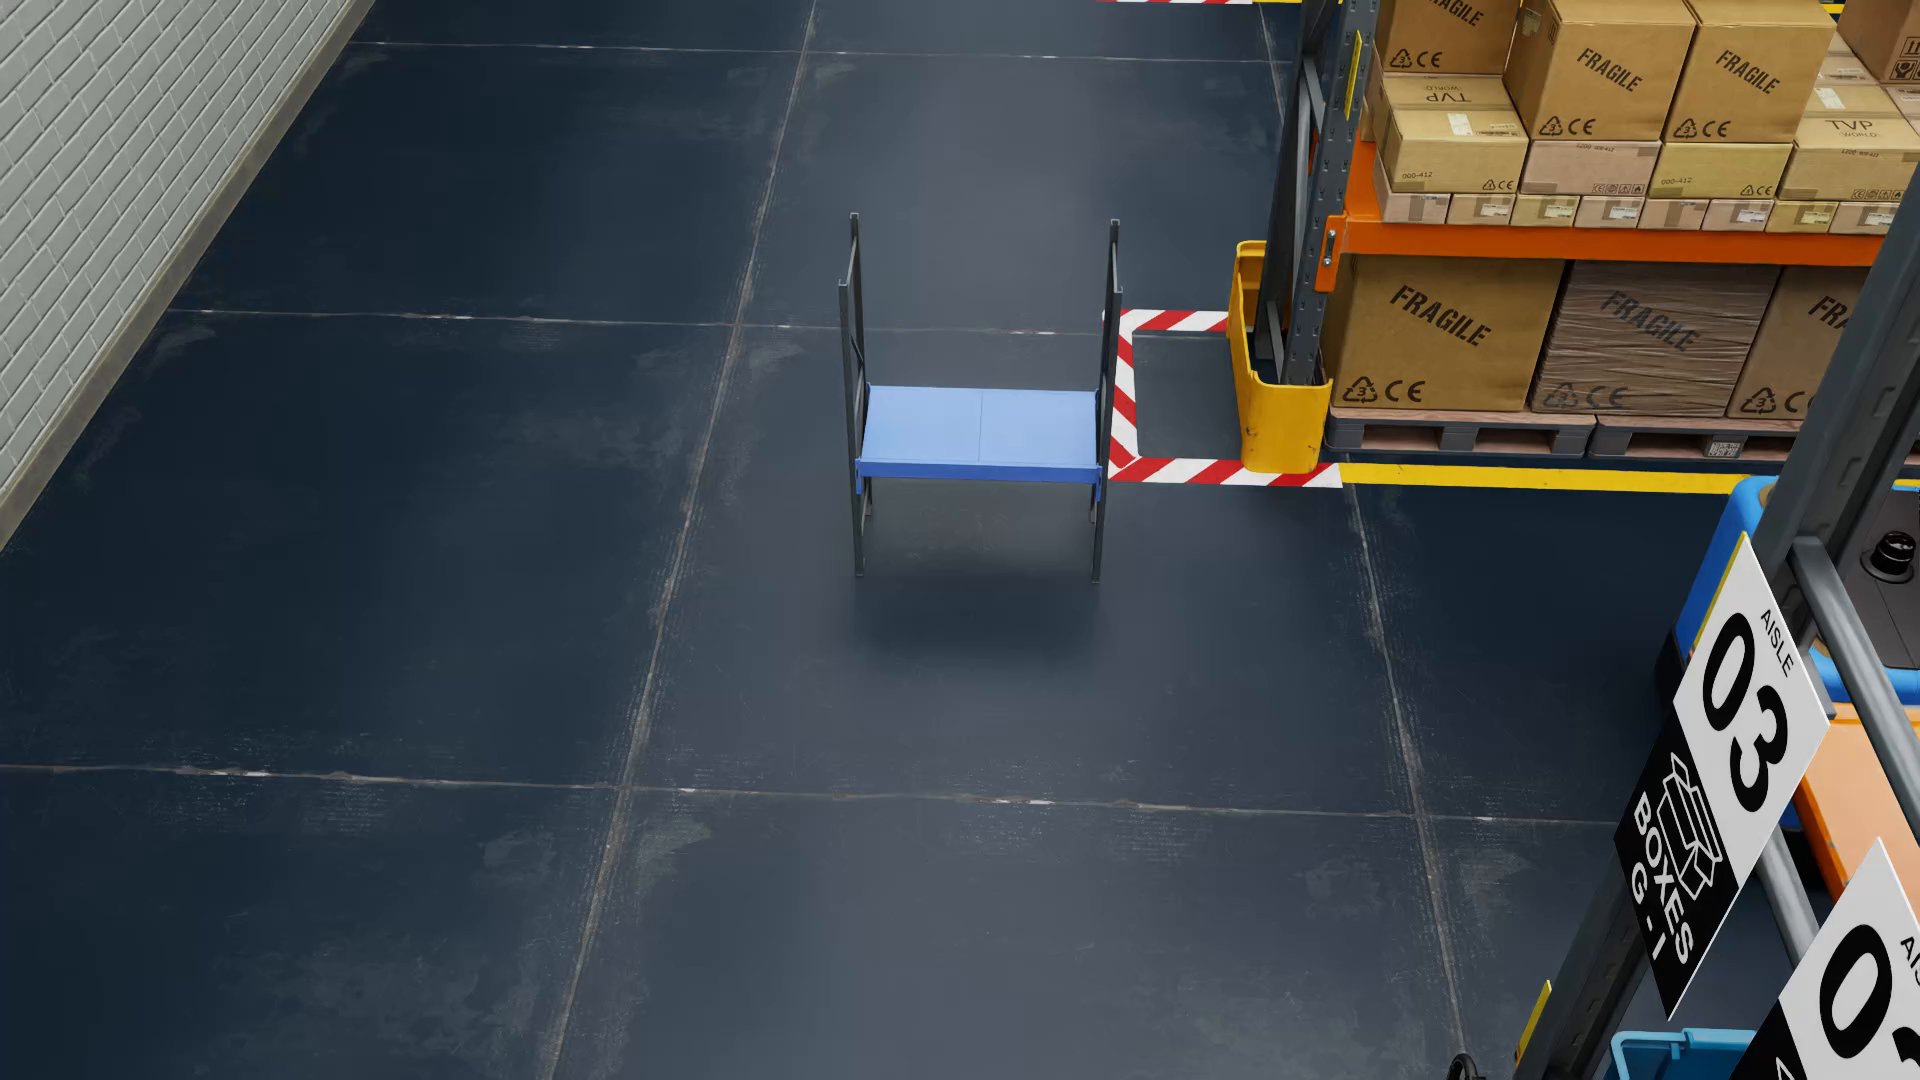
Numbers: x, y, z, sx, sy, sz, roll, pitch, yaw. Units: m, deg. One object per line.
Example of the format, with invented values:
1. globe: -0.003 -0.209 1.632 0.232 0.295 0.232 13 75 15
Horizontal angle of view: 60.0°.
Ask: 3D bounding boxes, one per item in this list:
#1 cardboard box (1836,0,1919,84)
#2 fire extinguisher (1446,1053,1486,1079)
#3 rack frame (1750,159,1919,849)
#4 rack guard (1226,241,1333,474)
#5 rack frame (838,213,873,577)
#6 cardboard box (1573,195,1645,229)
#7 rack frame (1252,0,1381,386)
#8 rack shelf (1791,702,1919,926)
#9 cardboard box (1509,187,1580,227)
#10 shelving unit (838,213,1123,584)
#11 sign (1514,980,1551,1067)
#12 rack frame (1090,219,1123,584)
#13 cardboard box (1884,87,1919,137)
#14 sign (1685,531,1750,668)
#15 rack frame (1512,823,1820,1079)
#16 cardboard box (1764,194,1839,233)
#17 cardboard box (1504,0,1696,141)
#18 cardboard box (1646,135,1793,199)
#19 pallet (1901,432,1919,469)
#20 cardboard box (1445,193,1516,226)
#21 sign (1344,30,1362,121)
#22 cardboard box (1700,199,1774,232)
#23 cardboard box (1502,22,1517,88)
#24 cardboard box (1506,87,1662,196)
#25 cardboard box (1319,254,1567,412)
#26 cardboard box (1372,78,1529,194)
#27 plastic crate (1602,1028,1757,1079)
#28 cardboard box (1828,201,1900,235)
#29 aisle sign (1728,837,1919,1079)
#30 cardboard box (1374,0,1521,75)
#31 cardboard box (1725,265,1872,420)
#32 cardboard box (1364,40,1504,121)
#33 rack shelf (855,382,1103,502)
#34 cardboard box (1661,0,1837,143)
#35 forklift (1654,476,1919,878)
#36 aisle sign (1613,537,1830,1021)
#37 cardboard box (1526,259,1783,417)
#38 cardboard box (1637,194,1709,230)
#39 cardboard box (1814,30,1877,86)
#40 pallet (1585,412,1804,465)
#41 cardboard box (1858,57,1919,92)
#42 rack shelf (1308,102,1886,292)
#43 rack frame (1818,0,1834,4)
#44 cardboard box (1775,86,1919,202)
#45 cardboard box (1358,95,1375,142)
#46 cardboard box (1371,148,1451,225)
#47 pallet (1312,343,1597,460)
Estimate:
1. cardboard box: 4.045 -2.230 6.870 0.500 0.500 0.500 1 43 1
2. fire extinguisher: 1.175 1.421 3.939 0.183 0.674 0.296 2 43 2
3. rack frame: 1.305 -0.624 1.404 0.127 3.000 1.000 2 43 2
4. rack guard: 1.504 -0.888 7.922 0.348 0.500 1.175 2 43 2
5. rack frame: -0.423 -0.562 6.838 0.032 1.500 0.500 2 43 2
6. cardboard box: 2.640 -1.453 6.879 0.250 0.149 0.380 1 43 1
7. rack frame: 1.528 -1.802 7.069 0.127 3.000 1.000 2 43 2
8. rack shelf: 3.303 0.798 2.606 4.000 0.370 1.077 2 43 2
9. cardboard box: 2.380 -1.460 6.886 0.250 0.149 0.380 1 43 1
10. shelving unit: 0.085 -0.546 6.821 1.048 1.500 0.538 2 43 2
11. sign: 1.313 1.136 3.796 0.005 0.325 0.100 2 43 2
12. rack frame: 0.593 -0.531 6.805 0.032 1.500 0.500 2 43 2
13. cardboard box: 4.044 -1.598 6.742 0.500 0.250 0.500 3 43 3
14. sign: 1.313 0.136 2.865 0.005 0.325 0.100 2 43 2
15. rack frame: 1.305 1.571 3.449 0.127 3.000 1.000 2 43 2
16. cardboard box: 3.404 -1.428 6.852 0.250 0.149 0.380 1 43 1
17. cardboard box: 2.495 -1.916 6.534 0.500 0.500 0.500 1 43 1
18. cardboard box: 3.017 -1.628 6.774 0.500 0.250 0.500 0 43 0
19. pallet: 4.768 -0.736 7.970 1.213 0.211 1.003 2 43 2
20. cardboard box: 2.124 -1.468 6.894 0.250 0.149 0.380 1 43 1
21. sign: 1.497 -1.770 6.342 0.005 0.325 0.100 2 43 2
22. cardboard box: 3.152 -1.437 6.861 0.250 0.149 0.380 1 43 1
23. cardboard box: 2.531 -2.006 7.180 0.500 0.250 0.500 1 43 1
24. cardboard box: 2.515 -1.646 6.793 0.500 0.250 0.500 1 43 1
25. cardboard box: 2.171 -1.213 7.688 0.875 0.875 0.875 2 43 2
26. cardboard box: 1.995 -1.657 6.806 0.500 0.250 0.500 1 43 1
27. plastic crate: 1.648 1.419 3.542 0.499 0.435 0.616 2 43 2
28. cardboard box: 3.666 -1.421 6.845 0.250 0.149 0.380 2 43 3
29. aisle sign: 1.220 0.819 2.348 0.004 0.787 0.394 2 43 2
30. cardboard box: 2.026 -2.294 6.939 0.500 0.500 0.500 2 43 2
31. cardboard box: 3.969 -1.158 7.628 0.875 0.875 0.875 2 43 2
32. cardboard box: 2.024 -2.022 7.197 0.500 0.250 0.500 1 43 1
33. rack shelf: 0.085 -0.415 6.944 1.000 0.185 0.538 2 43 2
34. cardboard box: 3.013 -1.905 6.521 0.500 0.500 0.500 1 43 1
35. forklift: 4.240 -0.091 5.283 3.031 2.935 1.130 4 43 5
36. aisle sign: 1.246 0.418 2.779 0.004 0.787 0.394 2 43 2
37. cardboard box: 3.080 -1.185 7.658 0.875 0.875 0.875 2 43 2
38. cardboard box: 2.894 -1.444 6.869 0.250 0.149 0.380 1 43 1
39. cardboard box: 3.560 -1.977 7.149 0.500 0.250 0.500 2 43 2
40. pallet: 3.546 -0.771 8.008 1.213 0.211 1.003 2 43 2
41. cardboard box: 4.052 -1.957 7.127 0.500 0.250 0.500 3 43 3
42. rack shelf: 3.526 -1.477 7.248 4.000 0.370 1.077 2 43 2
43. rack frame: 5.848 -5.054 10.560 0.127 3.000 1.000 2 43 2
44. cardboard box: 3.538 -1.616 6.761 0.500 0.250 0.500 1 43 1
45. cardboard box: 1.899 -1.923 7.384 0.250 0.149 0.380 3 43 3
46. cardboard box: 1.868 -1.475 6.902 0.250 0.149 0.380 2 43 2
47. pallet: 2.330 -0.810 8.051 1.213 0.211 1.003 2 43 2
